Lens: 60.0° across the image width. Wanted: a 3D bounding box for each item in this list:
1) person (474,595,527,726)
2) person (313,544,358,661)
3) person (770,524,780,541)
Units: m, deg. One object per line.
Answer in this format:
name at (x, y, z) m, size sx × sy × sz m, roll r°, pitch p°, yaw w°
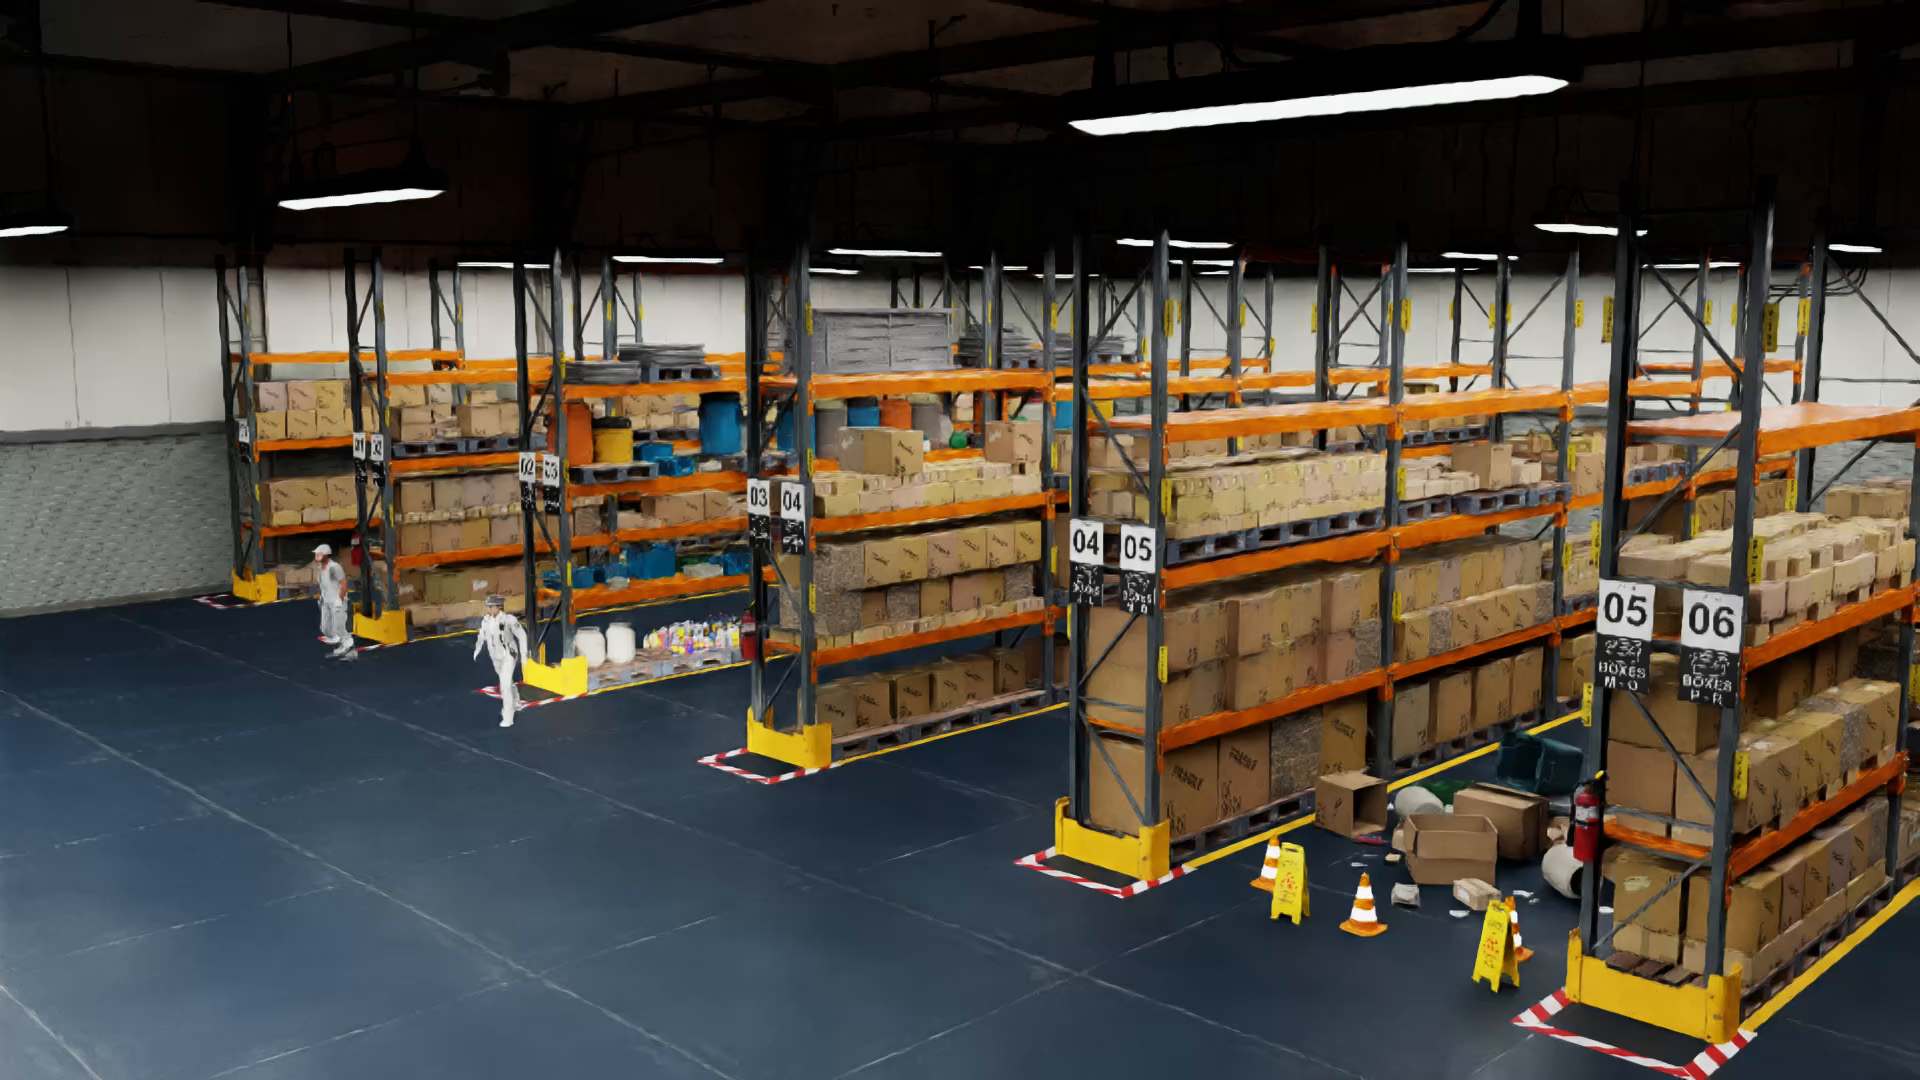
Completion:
person at (-5.655, 1.440, 20.672) m, size 0.630 × 1.608 × 0.811 m, roll 4°, pitch 9°, yaw 27°
person at (-9.095, 0.903, 24.121) m, size 0.677 × 1.742 × 0.552 m, roll 7°, pitch 11°, yaw 42°
person at (-4.041, -0.644, 35.579) m, size 0.412 × 1.533 × 0.955 m, roll 6°, pitch 10°, yaw 37°
